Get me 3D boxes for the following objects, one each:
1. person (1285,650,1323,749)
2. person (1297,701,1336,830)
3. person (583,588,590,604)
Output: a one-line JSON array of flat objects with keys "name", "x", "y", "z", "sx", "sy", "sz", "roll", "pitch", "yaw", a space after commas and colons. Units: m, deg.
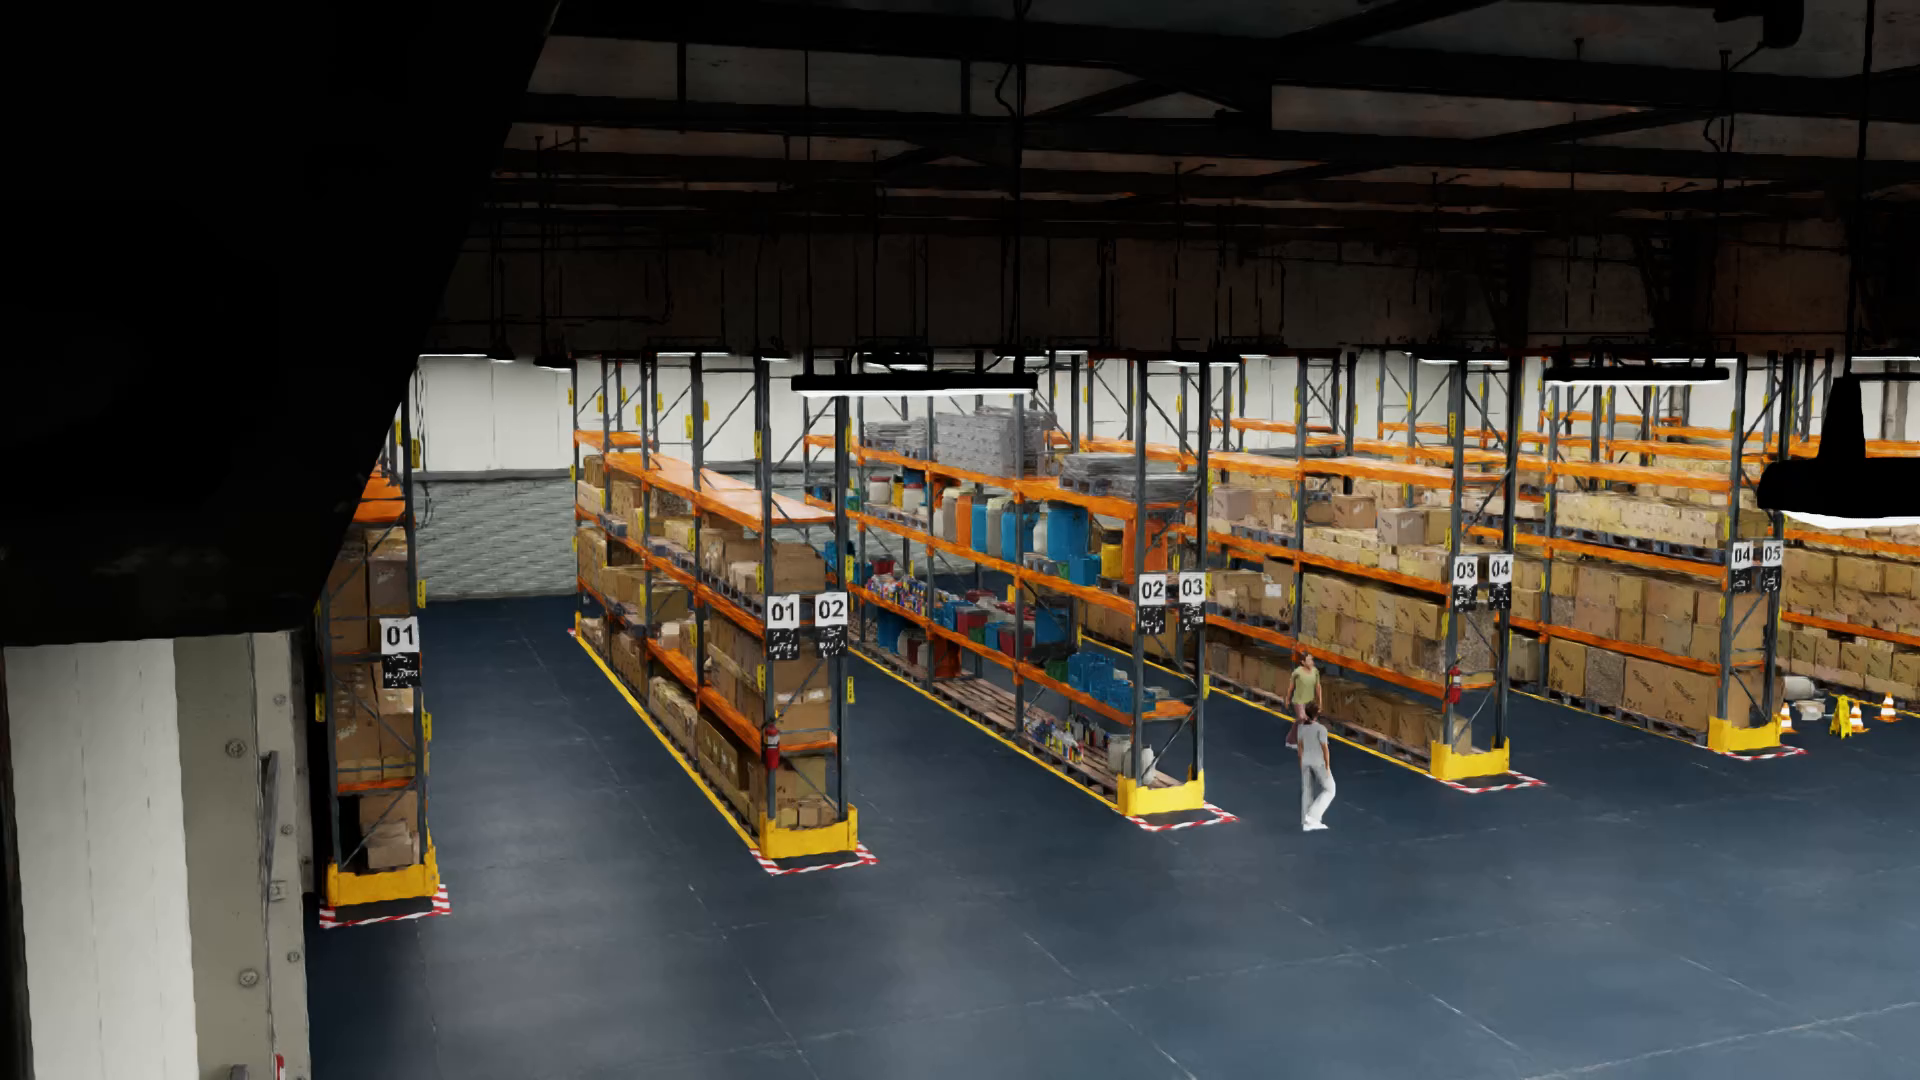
[{"name": "person", "x": 5.186, "y": 2.438, "z": 24.900, "sx": 0.458, "sy": 1.612, "sz": 1.019, "roll": -3, "pitch": 8, "yaw": -22}, {"name": "person", "x": 4.496, "y": 2.881, "z": 21.156, "sx": 0.492, "sy": 1.669, "sz": 0.435, "roll": 7, "pitch": 10, "yaw": 43}, {"name": "person", "x": -8.433, "y": 0.660, "z": 38.706, "sx": 0.682, "sy": 1.712, "sz": 0.839, "roll": -5, "pitch": 9, "yaw": -37}]
